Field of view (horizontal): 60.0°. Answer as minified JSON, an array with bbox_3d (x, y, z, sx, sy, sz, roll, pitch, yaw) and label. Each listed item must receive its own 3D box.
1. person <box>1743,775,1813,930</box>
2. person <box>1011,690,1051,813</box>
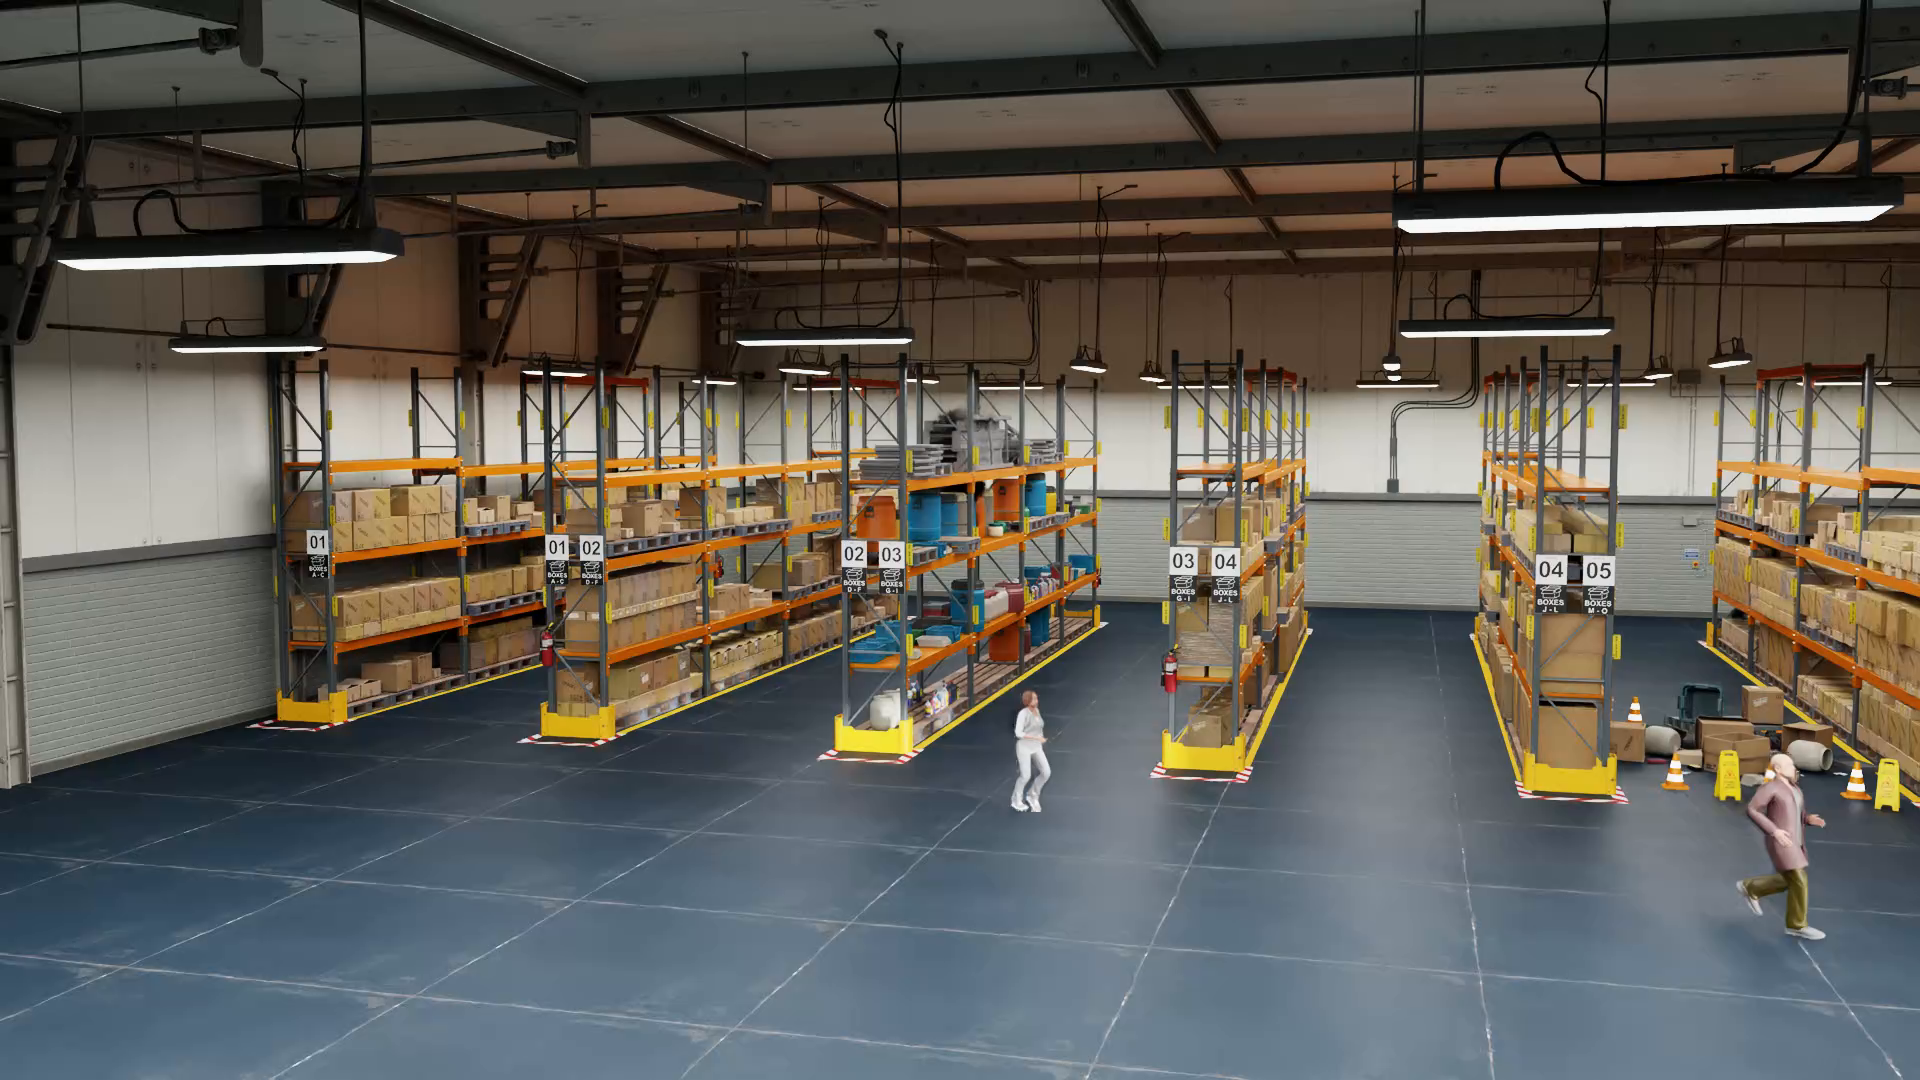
[{"bbox_3d":[7.992,3.024,16.288,0.720,1.465,0.705,-3,5,-39],"label":"person"},{"bbox_3d":[0.893,2.695,21.114,0.527,1.572,0.649,-4,6,-44],"label":"person"}]
